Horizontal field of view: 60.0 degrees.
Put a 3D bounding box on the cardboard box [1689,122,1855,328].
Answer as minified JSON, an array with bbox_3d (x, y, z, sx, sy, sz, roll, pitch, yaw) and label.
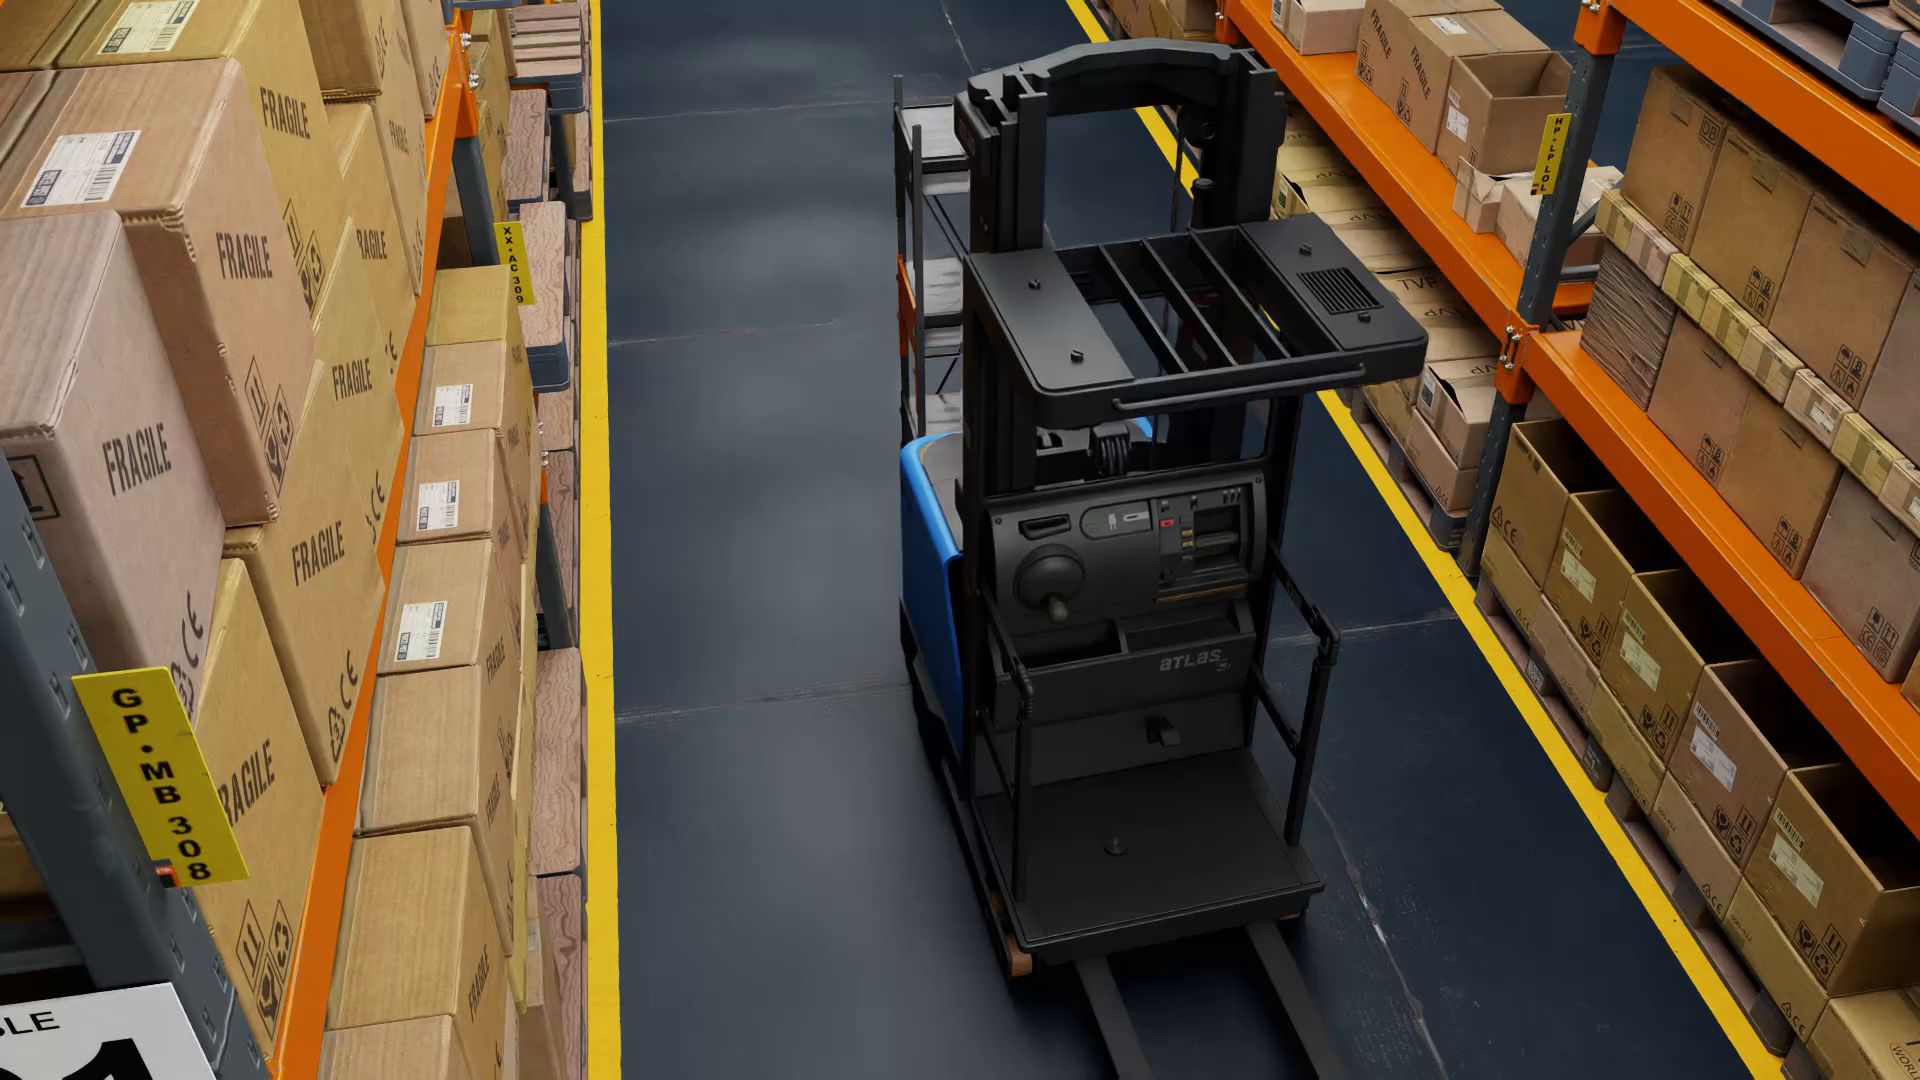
[{"bbox_3d":[2.948,-1.077,5.553,0.700,0.500,0.500,-6,38,-8],"label":"cardboard box"}]

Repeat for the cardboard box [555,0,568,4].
[{"bbox_3d":[-2.950,-3.284,10.942,0.750,0.750,0.750,-6,38,-8],"label":"cardboard box"}]

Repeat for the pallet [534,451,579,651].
[{"bbox_3d":[-2.240,0.068,7.490,1.003,0.211,1.213,-6,38,-8],"label":"pallet"}]

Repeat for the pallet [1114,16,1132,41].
[{"bbox_3d":[1.769,-3.603,12.216,1.003,0.211,1.213,-6,38,-8],"label":"pallet"}]

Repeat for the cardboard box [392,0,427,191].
[{"bbox_3d":[-1.694,-1.210,4.319,0.500,0.500,0.500,-9,39,-12],"label":"cardboard box"}]

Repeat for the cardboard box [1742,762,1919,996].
[{"bbox_3d":[2.899,1.047,5.244,0.500,0.500,0.500,-6,38,-8],"label":"cardboard box"}]

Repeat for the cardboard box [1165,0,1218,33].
[{"bbox_3d":[1.664,-3.570,10.968,0.500,0.250,0.500,-5,38,-6],"label":"cardboard box"}]

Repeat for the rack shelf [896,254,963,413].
[{"bbox_3d":[-0.029,-0.918,7.243,0.431,0.518,0.480,-6,38,-8],"label":"rack shelf"}]

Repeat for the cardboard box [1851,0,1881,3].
[{"bbox_3d":[2.698,-1.810,4.806,0.500,0.311,0.500,-8,39,-10],"label":"cardboard box"}]

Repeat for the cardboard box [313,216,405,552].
[{"bbox_3d":[-1.367,-0.249,3.083,0.500,0.500,0.500,-5,38,-6],"label":"cardboard box"}]

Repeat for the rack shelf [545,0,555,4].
[{"bbox_3d":[-3.154,-3.903,10.915,1.077,0.370,4.000,-6,38,-8],"label":"rack shelf"}]

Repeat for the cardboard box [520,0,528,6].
[{"bbox_3d":[-2.633,-3.111,9.499,0.380,0.149,0.250,-7,38,-9],"label":"cardboard box"}]

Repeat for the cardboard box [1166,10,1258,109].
[{"bbox_3d":[1.678,-3.240,11.155,0.500,0.500,0.500,-5,38,-6],"label":"cardboard box"}]

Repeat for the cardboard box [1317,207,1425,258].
[{"bbox_3d":[2.154,-1.533,8.720,0.500,0.311,0.500,-7,38,-9],"label":"cardboard box"}]

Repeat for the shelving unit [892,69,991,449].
[{"bbox_3d":[-0.029,-0.929,7.235,0.431,2.100,0.503,-6,38,-8],"label":"shelving unit"}]

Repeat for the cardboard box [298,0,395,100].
[{"bbox_3d":[-1.539,-1.272,3.585,0.500,0.500,0.500,-7,38,-10],"label":"cardboard box"}]

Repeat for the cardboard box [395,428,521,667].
[{"bbox_3d":[-1.544,0.051,4.735,0.500,0.500,0.500,-7,38,-9],"label":"cardboard box"}]

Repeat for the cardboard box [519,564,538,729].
[{"bbox_3d":[-1.538,0.346,4.966,0.500,0.250,0.500,-6,38,-8],"label":"cardboard box"}]

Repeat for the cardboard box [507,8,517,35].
[{"bbox_3d":[-2.711,-2.909,8.610,0.700,0.500,0.500,-11,39,-13],"label":"cardboard box"}]

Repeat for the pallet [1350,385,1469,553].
[{"bbox_3d":[2.607,-0.438,8.141,1.003,0.211,1.213,-6,38,-8],"label":"pallet"}]

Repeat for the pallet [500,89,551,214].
[{"bbox_3d":[-2.416,-1.712,7.665,1.003,0.211,1.213,-6,38,-8],"label":"pallet"}]

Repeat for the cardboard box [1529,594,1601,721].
[{"bbox_3d":[2.640,0.437,6.641,0.500,0.250,0.500,-6,38,-8],"label":"cardboard box"}]

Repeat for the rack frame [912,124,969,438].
[{"bbox_3d":[0.014,-0.782,7.045,0.400,2.100,0.015,-6,38,-8],"label":"rack frame"}]

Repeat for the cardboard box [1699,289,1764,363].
[{"bbox_3d":[2.769,-0.745,5.654,0.380,0.149,0.250,-7,38,-8],"label":"cardboard box"}]

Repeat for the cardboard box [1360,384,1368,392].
[{"bbox_3d":[2.239,-1.012,8.507,0.500,0.250,0.500,-5,38,-7],"label":"cardboard box"}]

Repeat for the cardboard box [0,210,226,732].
[{"bbox_3d":[-1.229,-0.033,1.989,0.500,0.500,0.500,-9,39,-11],"label":"cardboard box"}]

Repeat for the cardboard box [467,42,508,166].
[{"bbox_3d":[-2.395,-1.820,7.208,0.700,0.500,0.500,-1,38,-2],"label":"cardboard box"}]

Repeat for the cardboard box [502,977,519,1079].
[{"bbox_3d":[-1.279,1.263,3.785,0.500,0.250,0.500,-7,38,-9],"label":"cardboard box"}]

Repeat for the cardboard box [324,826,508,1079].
[{"bbox_3d":[-1.265,0.988,3.528,0.500,0.500,0.500,-6,38,-8],"label":"cardboard box"}]

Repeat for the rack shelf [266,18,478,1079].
[{"bbox_3d":[-1.751,-0.256,3.775,1.077,0.370,4.000,-6,38,-8],"label":"rack shelf"}]

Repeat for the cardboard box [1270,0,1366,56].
[{"bbox_3d":[2.039,-2.918,9.134,0.500,0.311,0.500,-7,38,-8],"label":"cardboard box"}]

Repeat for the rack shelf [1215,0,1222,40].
[{"bbox_3d":[1.722,-4.438,11.604,1.077,0.370,4.000,-6,38,-8],"label":"rack shelf"}]

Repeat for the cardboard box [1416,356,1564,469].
[{"bbox_3d":[2.421,-0.613,7.536,0.500,0.311,0.500,-6,38,-8],"label":"cardboard box"}]

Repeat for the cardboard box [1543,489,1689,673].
[{"bbox_3d":[2.643,0.141,6.412,0.500,0.500,0.500,-6,38,-8],"label":"cardboard box"}]

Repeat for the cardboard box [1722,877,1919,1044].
[{"bbox_3d":[2.902,1.343,5.475,0.500,0.250,0.500,-6,38,-8],"label":"cardboard box"}]

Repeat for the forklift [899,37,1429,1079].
[{"bbox_3d":[0.610,0.097,5.237,1.130,2.935,3.031,-9,39,-11],"label":"forklift"}]

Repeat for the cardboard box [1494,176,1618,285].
[{"bbox_3d":[2.645,-1.332,7.141,0.500,0.250,0.500,-4,38,-5],"label":"cardboard box"}]

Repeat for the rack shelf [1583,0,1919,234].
[{"bbox_3d":[3.125,-0.791,4.464,1.077,0.370,4.000,-6,38,-8],"label":"rack shelf"}]

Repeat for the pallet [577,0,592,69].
[{"bbox_3d":[-3.295,-3.836,12.516,1.003,0.211,1.213,-6,38,-8],"label":"pallet"}]

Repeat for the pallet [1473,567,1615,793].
[{"bbox_3d":[2.872,0.488,6.950,1.003,0.211,1.213,-6,38,-8],"label":"pallet"}]

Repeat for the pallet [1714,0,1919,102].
[{"bbox_3d":[2.949,-1.735,5.166,1.003,0.211,1.213,-6,38,-8],"label":"pallet"}]

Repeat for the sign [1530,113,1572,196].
[{"bbox_3d":[2.242,-1.460,6.305,0.100,0.325,0.005,-6,38,-8],"label":"sign"}]

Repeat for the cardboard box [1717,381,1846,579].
[{"bbox_3d":[3.041,-0.249,5.544,0.700,0.500,0.500,-6,38,-7],"label":"cardboard box"}]

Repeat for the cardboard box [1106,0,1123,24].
[{"bbox_3d":[1.401,-4.175,12.358,0.500,0.500,0.500,-6,38,-7],"label":"cardboard box"}]

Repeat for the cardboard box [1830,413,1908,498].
[{"bbox_3d":[2.906,-0.275,5.049,0.380,0.149,0.250,-7,38,-8],"label":"cardboard box"}]

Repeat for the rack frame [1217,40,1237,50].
[{"bbox_3d":[2.073,-3.514,9.828,1.000,3.000,0.127,-6,38,-8],"label":"rack frame"}]

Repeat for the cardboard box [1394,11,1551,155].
[{"bbox_3d":[2.476,-2.224,8.086,0.500,0.500,0.500,-6,38,-8],"label":"cardboard box"}]

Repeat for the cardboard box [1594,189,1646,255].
[{"bbox_3d":[2.631,-1.211,6.253,0.380,0.149,0.250,-6,38,-8],"label":"cardboard box"}]

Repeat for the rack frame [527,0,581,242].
[{"bbox_3d":[-2.803,-2.979,9.140,1.000,3.000,0.127,-6,38,-8],"label":"rack frame"}]

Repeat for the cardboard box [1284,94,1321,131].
[{"bbox_3d":[1.876,-2.468,9.923,0.500,0.311,0.500,-5,38,-6],"label":"cardboard box"}]
